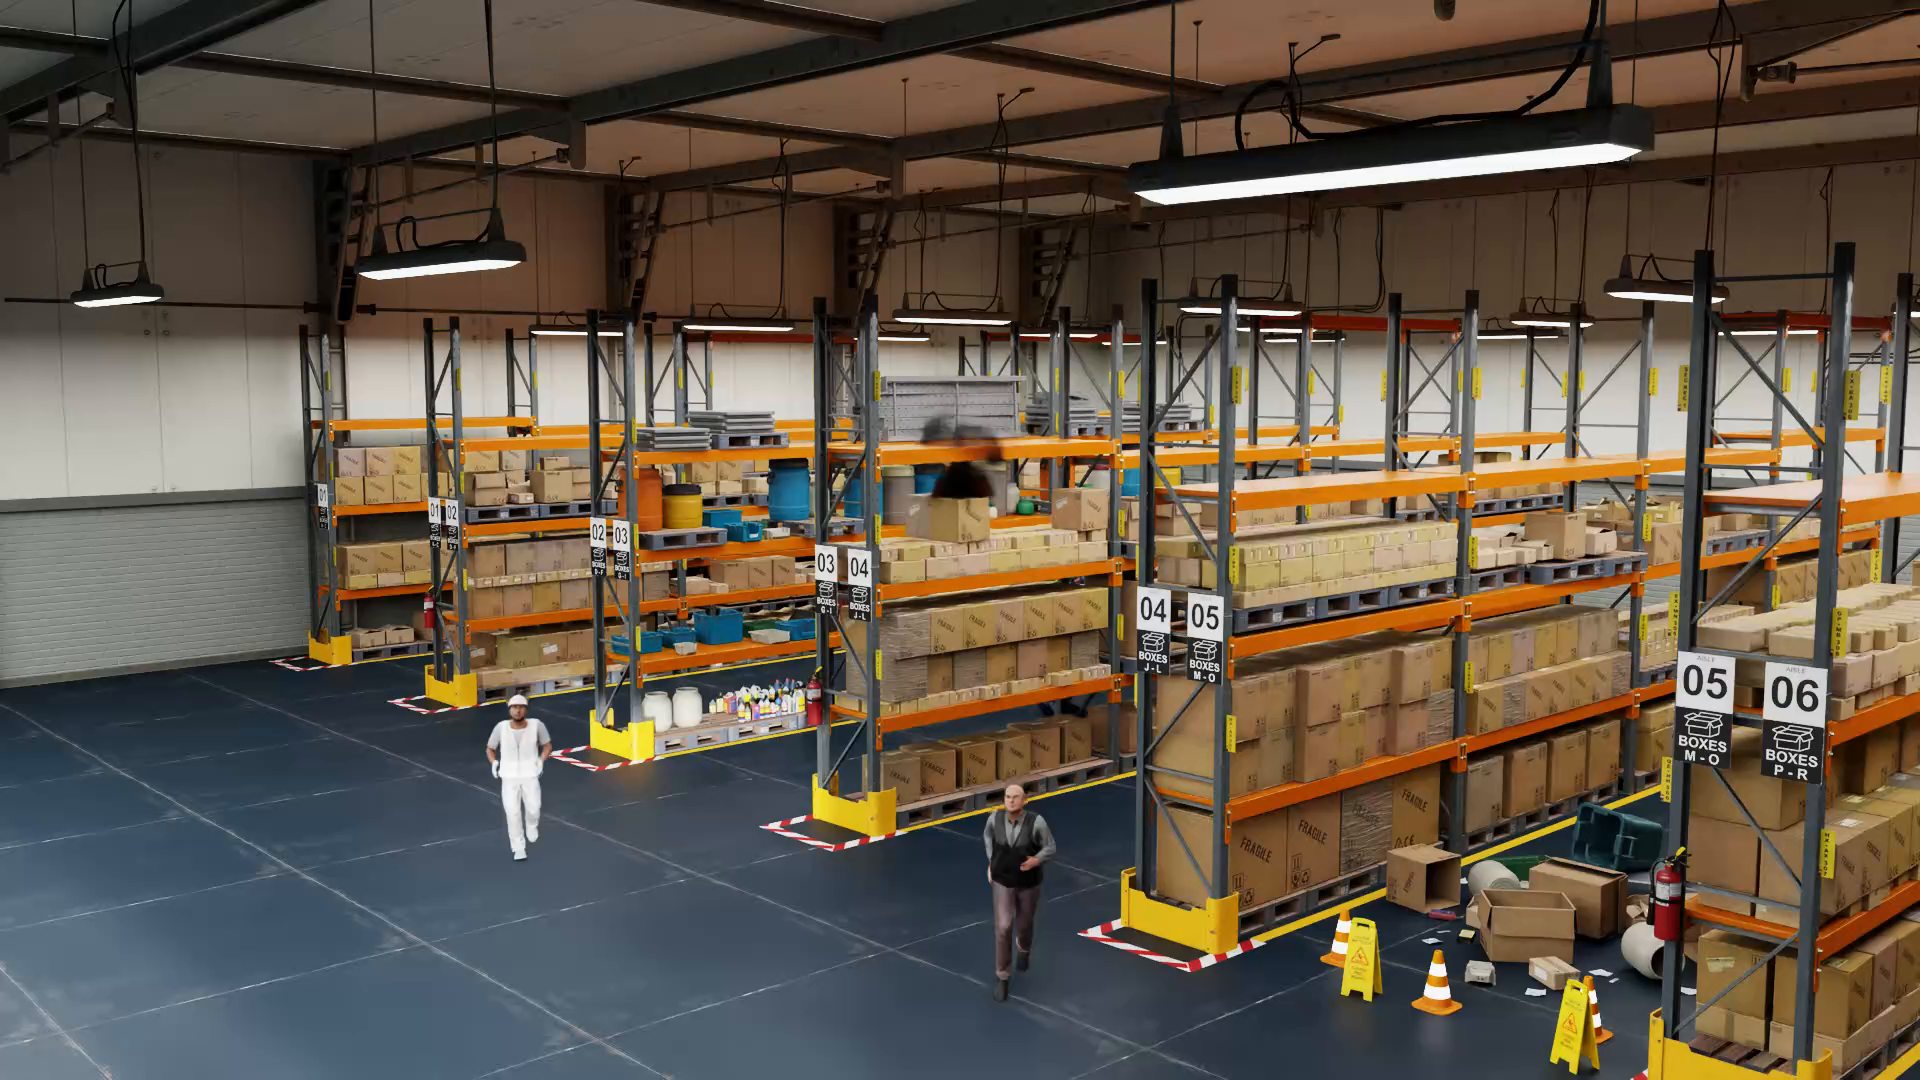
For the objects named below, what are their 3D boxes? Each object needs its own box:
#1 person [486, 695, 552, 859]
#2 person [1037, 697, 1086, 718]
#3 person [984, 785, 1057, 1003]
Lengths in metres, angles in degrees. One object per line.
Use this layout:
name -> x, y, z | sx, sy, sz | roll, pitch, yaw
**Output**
person -> -4.709, 2.510, 17.772 | 0.682, 1.733, 0.625 | -1, 6, -13
person -> 1.390, 1.941, 23.435 | 0.918, 1.515, 0.630 | -5, 8, -40
person -> 0.501, 2.900, 13.968 | 0.637, 1.768, 0.834 | 1, 6, 7
